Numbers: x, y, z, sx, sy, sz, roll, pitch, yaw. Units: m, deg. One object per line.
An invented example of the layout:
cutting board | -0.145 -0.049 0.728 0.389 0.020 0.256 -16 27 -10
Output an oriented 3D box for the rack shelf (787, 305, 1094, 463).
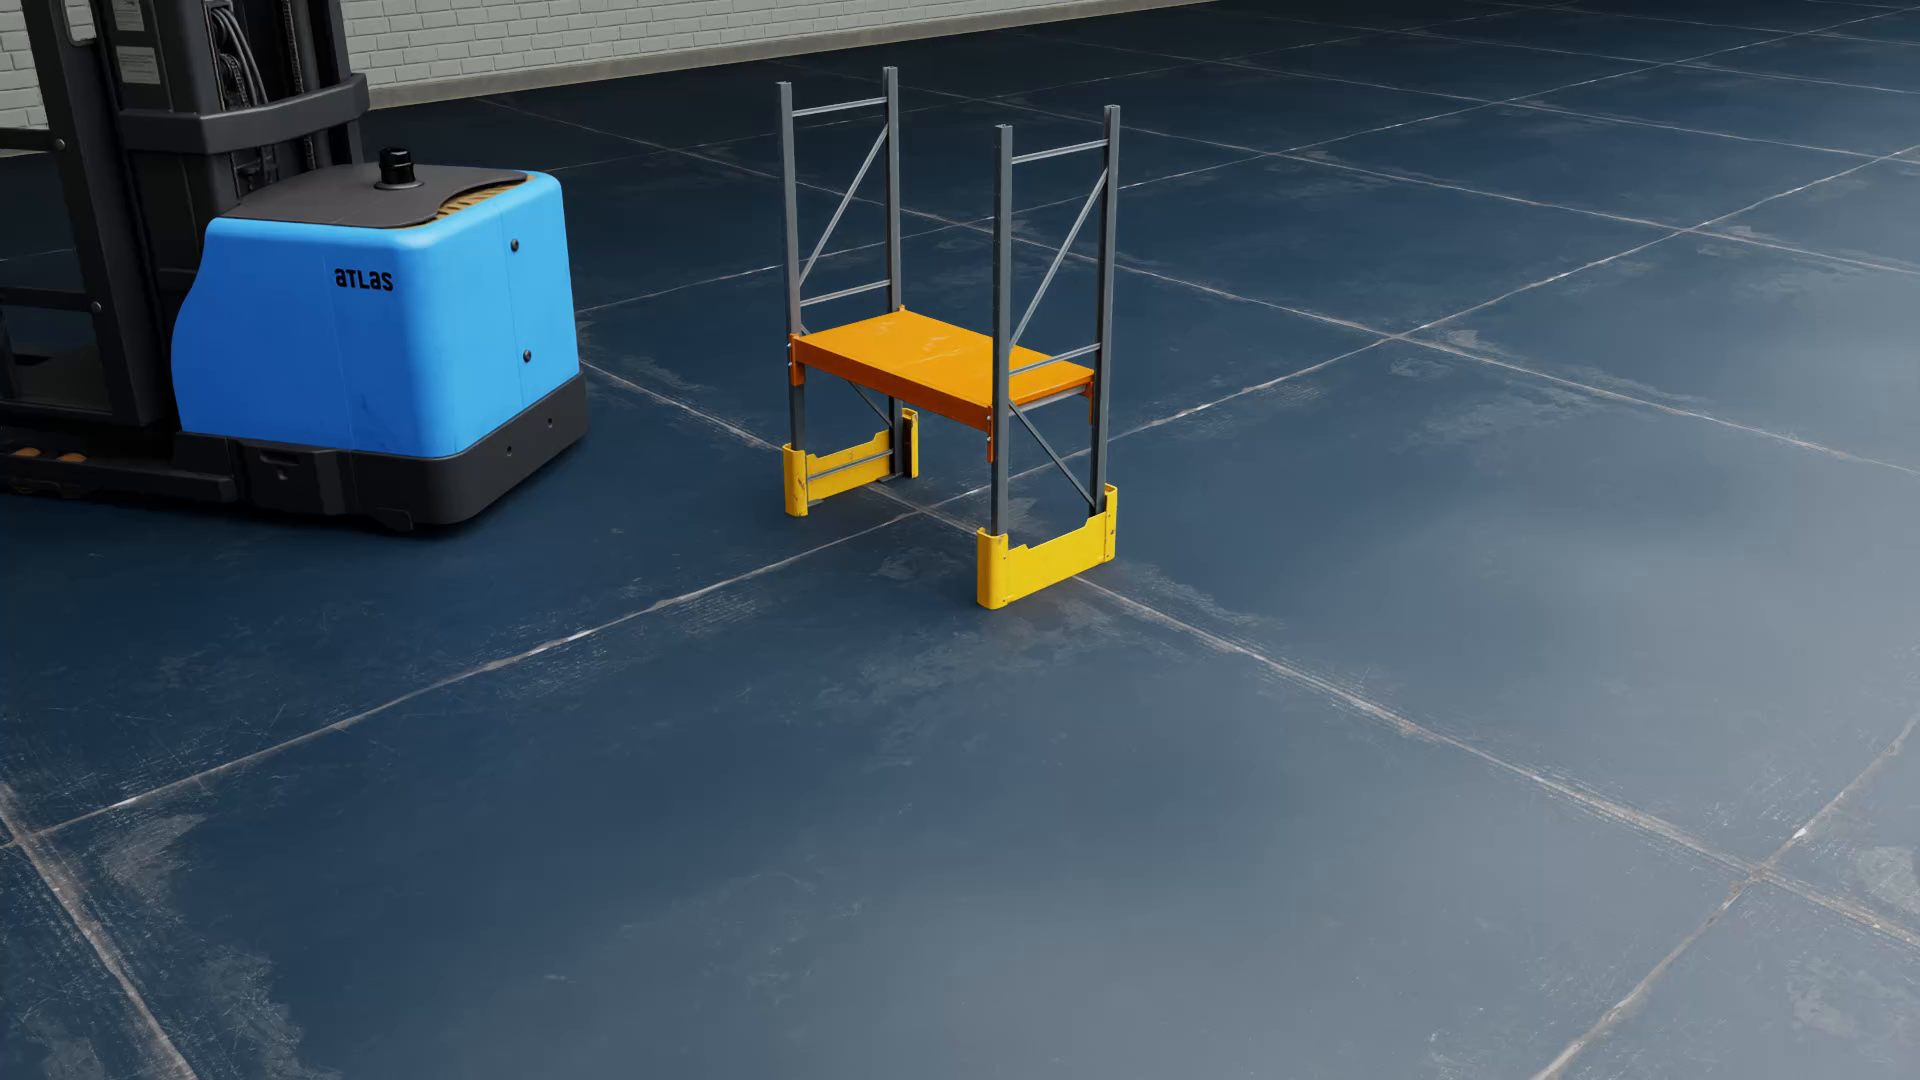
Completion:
rack shelf | -0.058 -0.545 5.570 0.538 0.185 1.000 -21 32 -38

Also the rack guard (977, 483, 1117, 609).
rack guard | 0.288 0.014 5.418 0.587 0.250 0.087 -21 32 -38

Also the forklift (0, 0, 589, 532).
forklift | -3.030 -1.686 5.914 3.031 2.935 1.130 7 25 14

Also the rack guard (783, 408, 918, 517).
rack guard | -0.392 -0.288 6.079 0.587 0.250 0.087 -21 32 -38

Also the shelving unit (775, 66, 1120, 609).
shelving unit | -0.052 -0.705 5.489 0.587 1.500 1.083 -21 32 -38

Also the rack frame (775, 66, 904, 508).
rack frame | -0.406 -0.862 5.833 0.500 1.500 0.032 -21 32 -38

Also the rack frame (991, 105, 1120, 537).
rack frame | 0.289 -0.554 5.158 0.500 1.500 0.032 -21 32 -38
